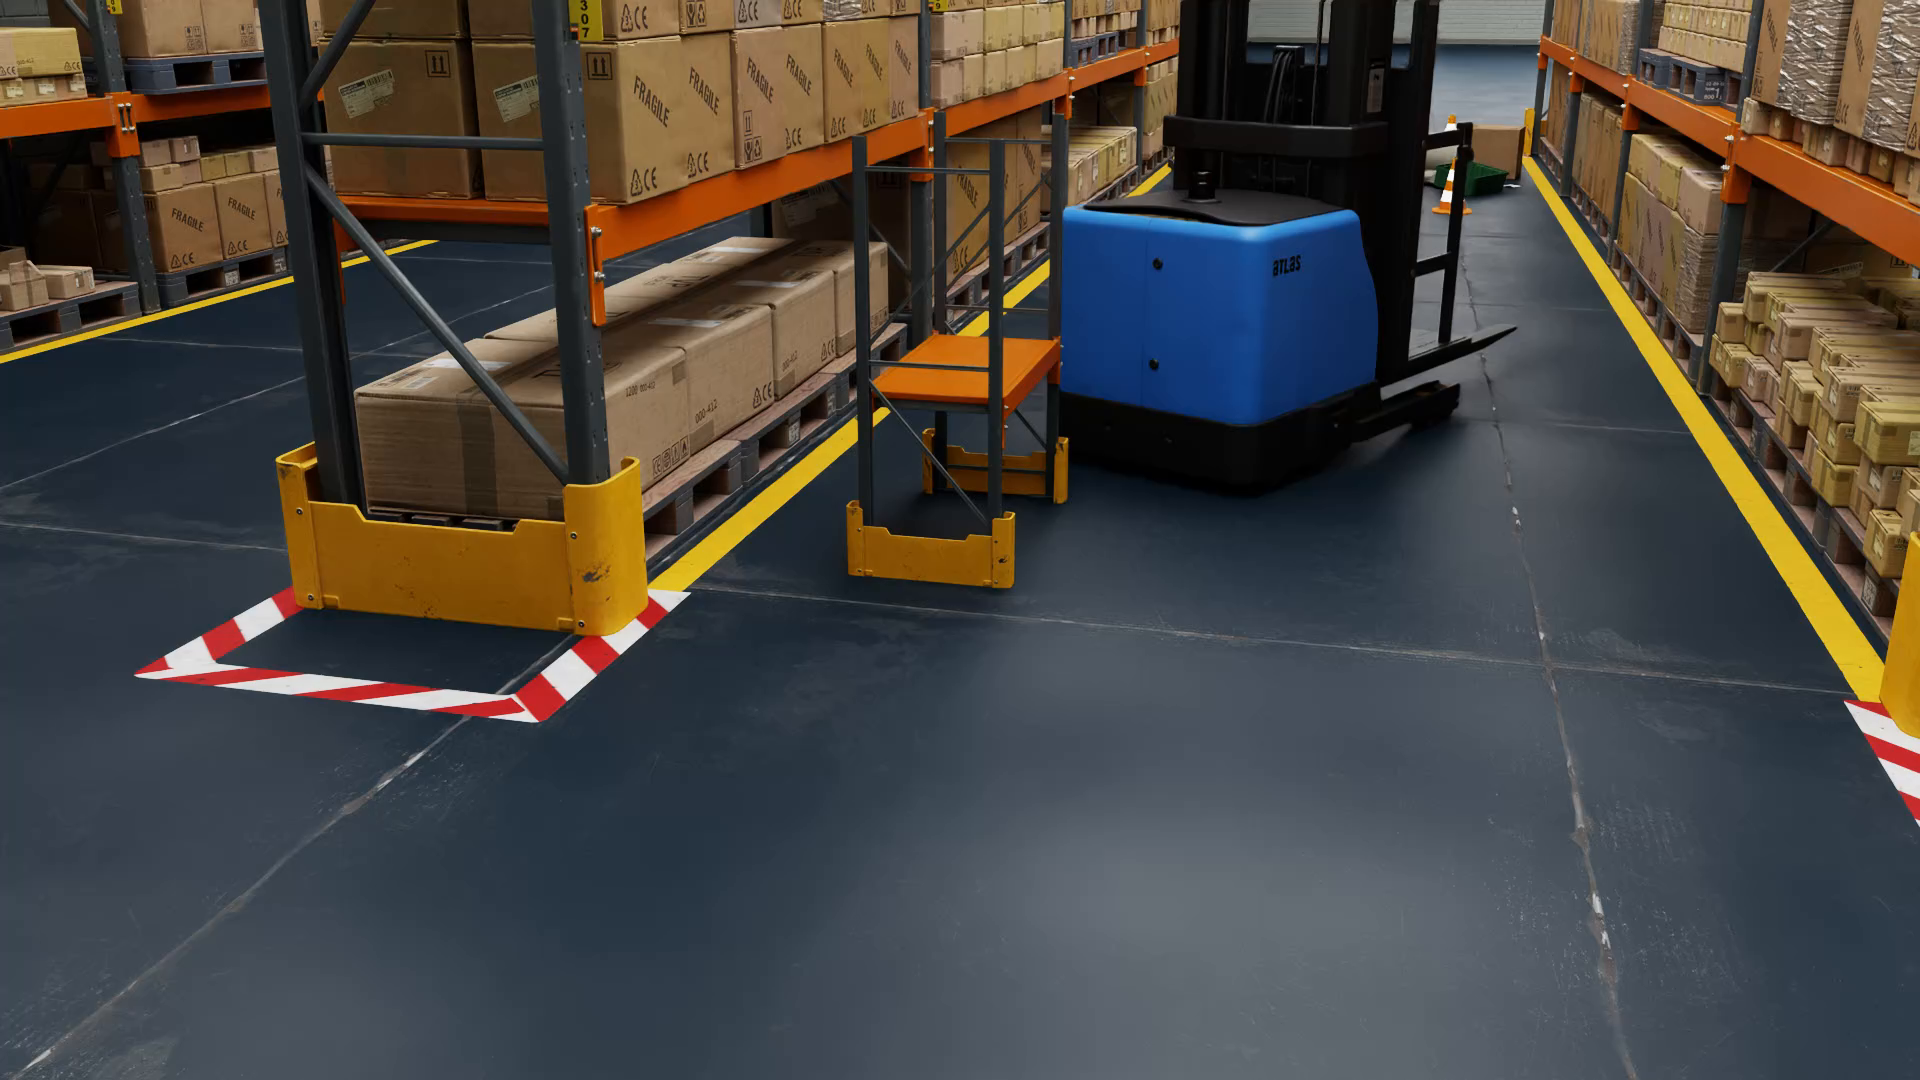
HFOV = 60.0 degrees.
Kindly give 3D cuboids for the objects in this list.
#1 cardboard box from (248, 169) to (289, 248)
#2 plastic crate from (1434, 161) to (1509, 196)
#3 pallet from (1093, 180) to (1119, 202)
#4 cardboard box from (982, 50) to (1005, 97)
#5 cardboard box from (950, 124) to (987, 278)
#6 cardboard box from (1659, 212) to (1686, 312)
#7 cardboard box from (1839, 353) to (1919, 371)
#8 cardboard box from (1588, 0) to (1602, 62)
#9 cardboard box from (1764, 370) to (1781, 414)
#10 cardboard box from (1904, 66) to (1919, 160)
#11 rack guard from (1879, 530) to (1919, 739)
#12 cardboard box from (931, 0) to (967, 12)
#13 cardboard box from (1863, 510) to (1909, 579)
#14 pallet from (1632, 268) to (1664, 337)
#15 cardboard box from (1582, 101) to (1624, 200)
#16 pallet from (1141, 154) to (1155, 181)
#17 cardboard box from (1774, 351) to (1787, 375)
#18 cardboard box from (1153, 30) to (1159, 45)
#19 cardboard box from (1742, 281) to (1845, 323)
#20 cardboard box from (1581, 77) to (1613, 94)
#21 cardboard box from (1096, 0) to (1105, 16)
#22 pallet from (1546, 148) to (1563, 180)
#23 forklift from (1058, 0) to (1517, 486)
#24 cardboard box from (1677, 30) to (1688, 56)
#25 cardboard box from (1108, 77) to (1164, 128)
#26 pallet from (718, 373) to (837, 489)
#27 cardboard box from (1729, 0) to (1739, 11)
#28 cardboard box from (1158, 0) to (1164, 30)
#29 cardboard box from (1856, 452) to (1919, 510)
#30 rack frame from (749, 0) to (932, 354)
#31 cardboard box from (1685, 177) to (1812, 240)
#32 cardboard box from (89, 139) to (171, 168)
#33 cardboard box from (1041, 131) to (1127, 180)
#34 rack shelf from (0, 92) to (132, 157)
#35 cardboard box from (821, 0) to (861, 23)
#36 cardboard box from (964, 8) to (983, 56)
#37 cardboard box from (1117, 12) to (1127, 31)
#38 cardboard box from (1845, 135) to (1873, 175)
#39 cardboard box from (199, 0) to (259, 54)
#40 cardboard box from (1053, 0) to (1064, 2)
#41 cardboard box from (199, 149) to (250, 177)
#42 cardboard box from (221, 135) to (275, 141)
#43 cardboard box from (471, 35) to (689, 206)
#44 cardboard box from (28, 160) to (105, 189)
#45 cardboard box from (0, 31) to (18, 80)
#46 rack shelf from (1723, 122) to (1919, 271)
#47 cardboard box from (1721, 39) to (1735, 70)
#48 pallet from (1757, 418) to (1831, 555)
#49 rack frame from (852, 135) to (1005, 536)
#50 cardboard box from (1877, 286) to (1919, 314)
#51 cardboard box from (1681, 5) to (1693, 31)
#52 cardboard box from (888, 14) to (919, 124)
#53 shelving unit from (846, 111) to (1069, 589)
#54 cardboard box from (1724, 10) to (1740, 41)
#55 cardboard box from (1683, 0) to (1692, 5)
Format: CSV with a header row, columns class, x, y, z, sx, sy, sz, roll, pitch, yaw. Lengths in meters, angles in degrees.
class,x,y,z,sx,sy,sz,roll,pitch,yaw
cardboard box,-4.881,-2.332,11.593,0.500,0.500,0.500,4,19,12
plastic crate,4.901,-3.471,15.970,0.450,0.188,0.662,29,33,36
pallet,0.819,-3.028,14.727,1.003,0.211,1.213,5,19,13
cardboard box,-0.021,-2.836,10.081,0.500,0.250,0.500,4,19,13
cardboard box,-0.363,-2.146,10.466,0.875,0.875,0.875,5,20,15
cardboard box,4.237,-1.537,9.265,0.500,0.500,0.500,4,19,12
cardboard box,3.446,-0.576,6.074,0.380,0.149,0.250,4,19,12
cardboard box,5.492,-4.205,13.704,0.500,0.500,0.500,5,19,13
cardboard box,3.685,-0.621,7.125,0.380,0.149,0.250,4,19,12
cardboard box,3.188,-1.365,4.929,0.500,0.500,0.500,4,19,12
rack guard,3.216,0.304,4.524,1.175,0.500,0.348,5,19,13
cardboard box,-0.264,-3.104,8.932,0.500,0.500,0.500,5,19,14
cardboard box,3.088,0.025,5.234,0.380,0.149,0.250,5,20,15
pallet,4.659,-1.417,10.009,1.003,0.211,1.213,5,19,13
cardboard box,5.825,-3.247,13.883,1.050,0.750,0.750,5,19,13
pallet,1.434,-3.869,17.189,1.003,0.211,1.213,5,19,13
cardboard box,3.707,-0.761,7.075,0.380,0.149,0.250,4,19,11
cardboard box,1.833,-5.174,17.083,0.380,0.149,0.250,5,20,15
cardboard box,3.765,-1.067,7.510,0.380,0.149,0.250,6,20,16
cardboard box,6.351,-4.001,15.899,0.875,0.875,0.875,5,19,14
cardboard box,0.905,-4.562,13.639,0.500,0.500,0.500,5,19,14
pallet,6.687,-3.912,17.315,1.003,0.211,1.213,5,19,13
forklift,1.718,-2.009,7.534,1.130,2.935,3.031,15,24,38
cardboard box,4.651,-3.065,10.258,0.380,0.149,0.250,6,20,16
cardboard box,1.830,-4.560,17.342,0.500,0.500,0.500,5,20,16
pallet,-1.208,-0.533,7.421,1.003,0.211,1.213,5,19,13
cardboard box,4.277,-2.859,8.735,0.380,0.149,0.250,5,19,13
cardboard box,1.782,-5.439,16.855,0.500,0.500,0.500,5,19,13
cardboard box,3.175,-0.196,5.423,0.380,0.149,0.250,4,19,11
rack frame,-0.650,-2.468,8.773,1.000,3.000,0.127,5,19,13
cardboard box,4.111,-1.733,8.678,0.500,0.250,0.500,4,19,12
cardboard box,-5.178,-2.419,10.382,0.380,0.149,0.250,4,19,12
cardboard box,1.006,-3.541,15.328,0.950,0.372,0.625,6,20,17
rack shelf,-5.953,-1.892,8.198,1.077,0.370,4.000,5,19,13
cardboard box,-0.745,-2.500,7.165,0.500,0.500,0.500,5,19,14
cardboard box,-0.169,-2.915,9.540,0.500,0.250,0.500,5,19,14
cardboard box,1.278,-4.627,14.833,0.380,0.149,0.250,5,19,14
cardboard box,3.493,-1.423,6.101,0.380,0.149,0.250,5,20,15
cardboard box,-5.003,-3.401,10.700,0.700,0.500,0.500,5,19,14
cardboard box,0.454,-4.060,11.730,0.500,0.500,0.500,4,19,12
cardboard box,-5.021,-2.534,11.181,0.380,0.149,0.250,4,19,12
cardboard box,-5.181,-2.887,12.213,0.380,0.149,0.250,5,19,14
cardboard box,-1.232,-1.389,5.460,0.500,0.500,0.500,5,19,13
cardboard box,-5.654,-2.320,10.553,0.380,0.149,0.250,4,19,11
cardboard box,-5.460,-2.592,8.906,0.500,0.250,0.500,5,19,14
rack shelf,3.686,-1.142,6.002,1.077,0.370,4.000,5,19,13
cardboard box,4.267,-2.567,8.801,0.380,0.149,0.250,4,19,11
pallet,3.749,-0.192,6.424,1.003,0.211,1.213,5,19,13
rack frame,-0.103,-0.577,5.557,0.500,1.500,0.032,5,19,13
cardboard box,4.316,-1.025,7.387,0.380,0.149,0.250,5,19,14
cardboard box,4.651,-3.199,10.192,0.380,0.149,0.250,5,19,14
cardboard box,-0.516,-2.350,8.272,0.500,0.500,0.500,5,19,14
shelving unit,0.019,-0.734,6.015,0.587,1.500,1.083,5,19,13
cardboard box,4.269,-2.716,8.777,0.380,0.149,0.250,4,19,12
cardboard box,4.658,-3.350,10.175,0.380,0.149,0.250,4,19,11
